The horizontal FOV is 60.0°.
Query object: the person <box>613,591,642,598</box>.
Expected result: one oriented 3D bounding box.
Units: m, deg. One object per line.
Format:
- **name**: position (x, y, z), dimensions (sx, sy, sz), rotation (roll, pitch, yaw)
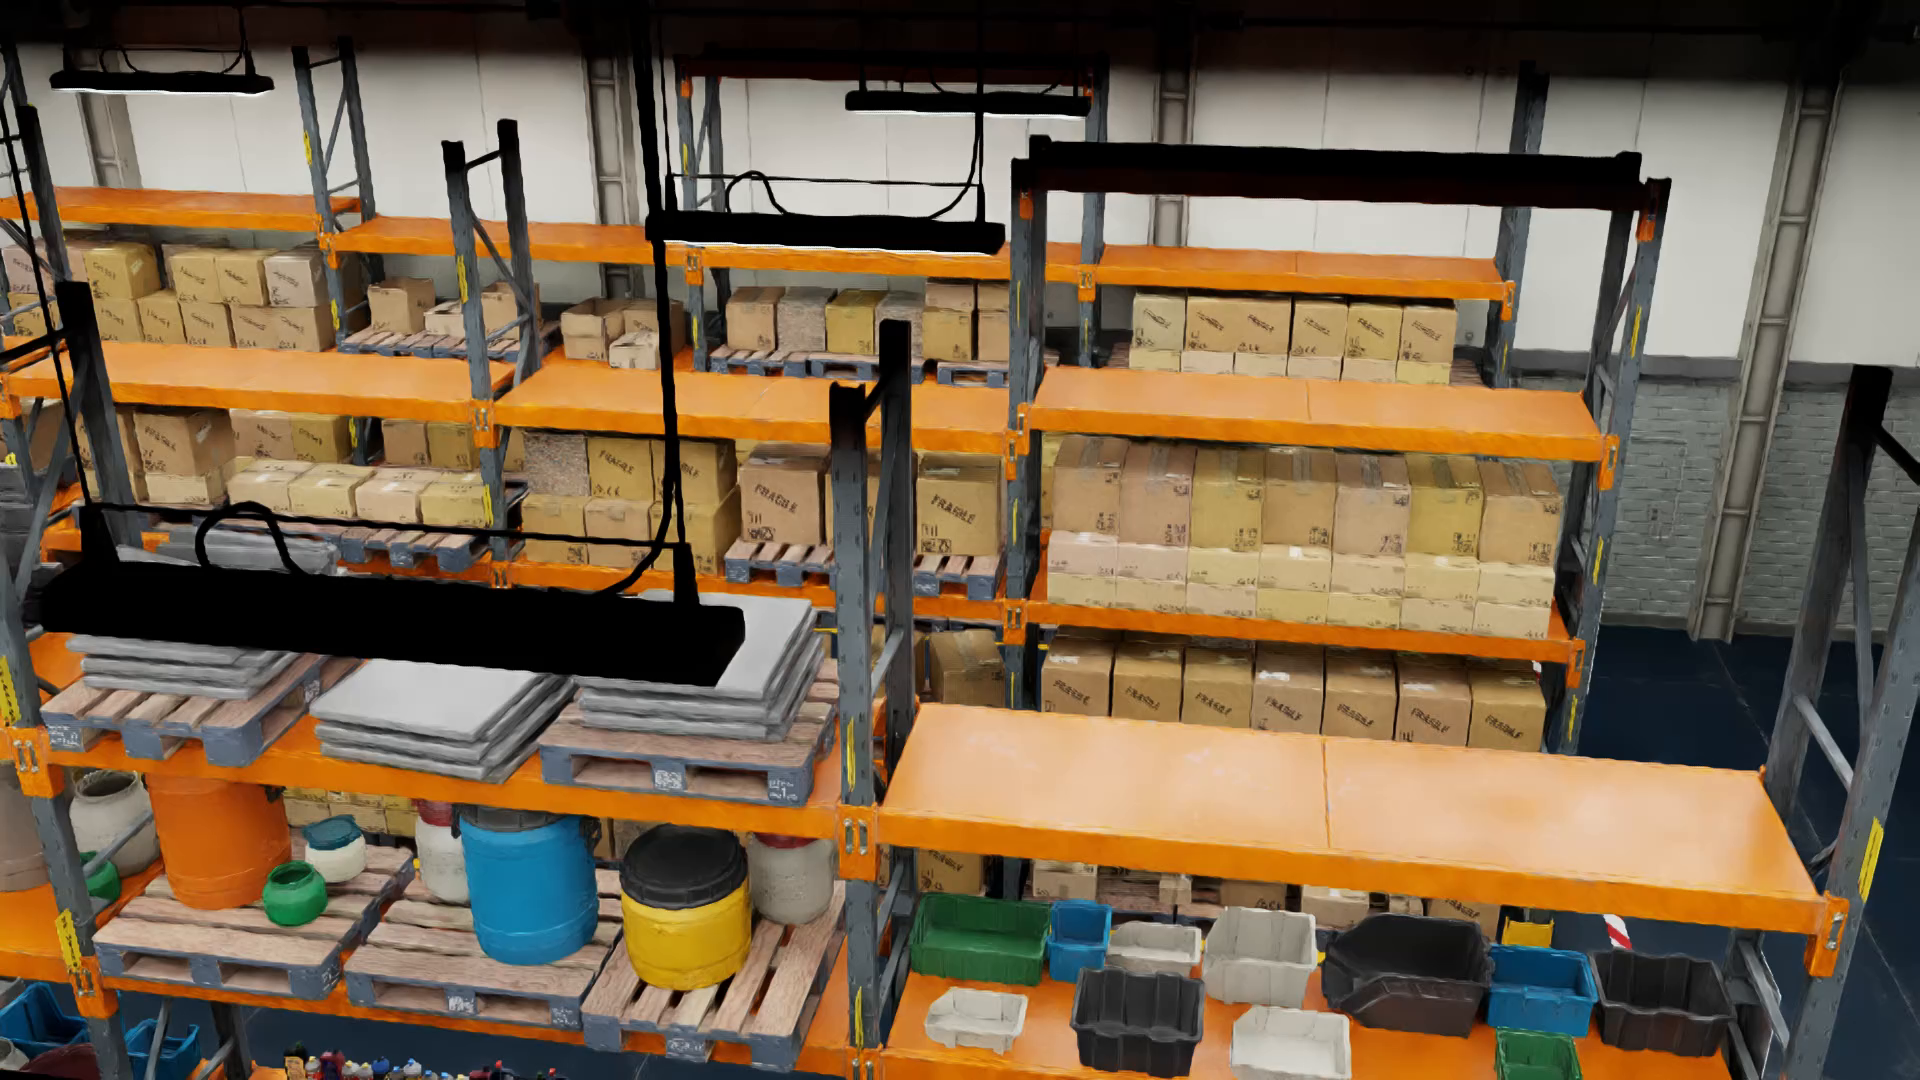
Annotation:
- **person**: position (-3.291, 0.660, 16.718), dimensions (1.089, 1.588, 0.455), rotation (3, 23, 7)
